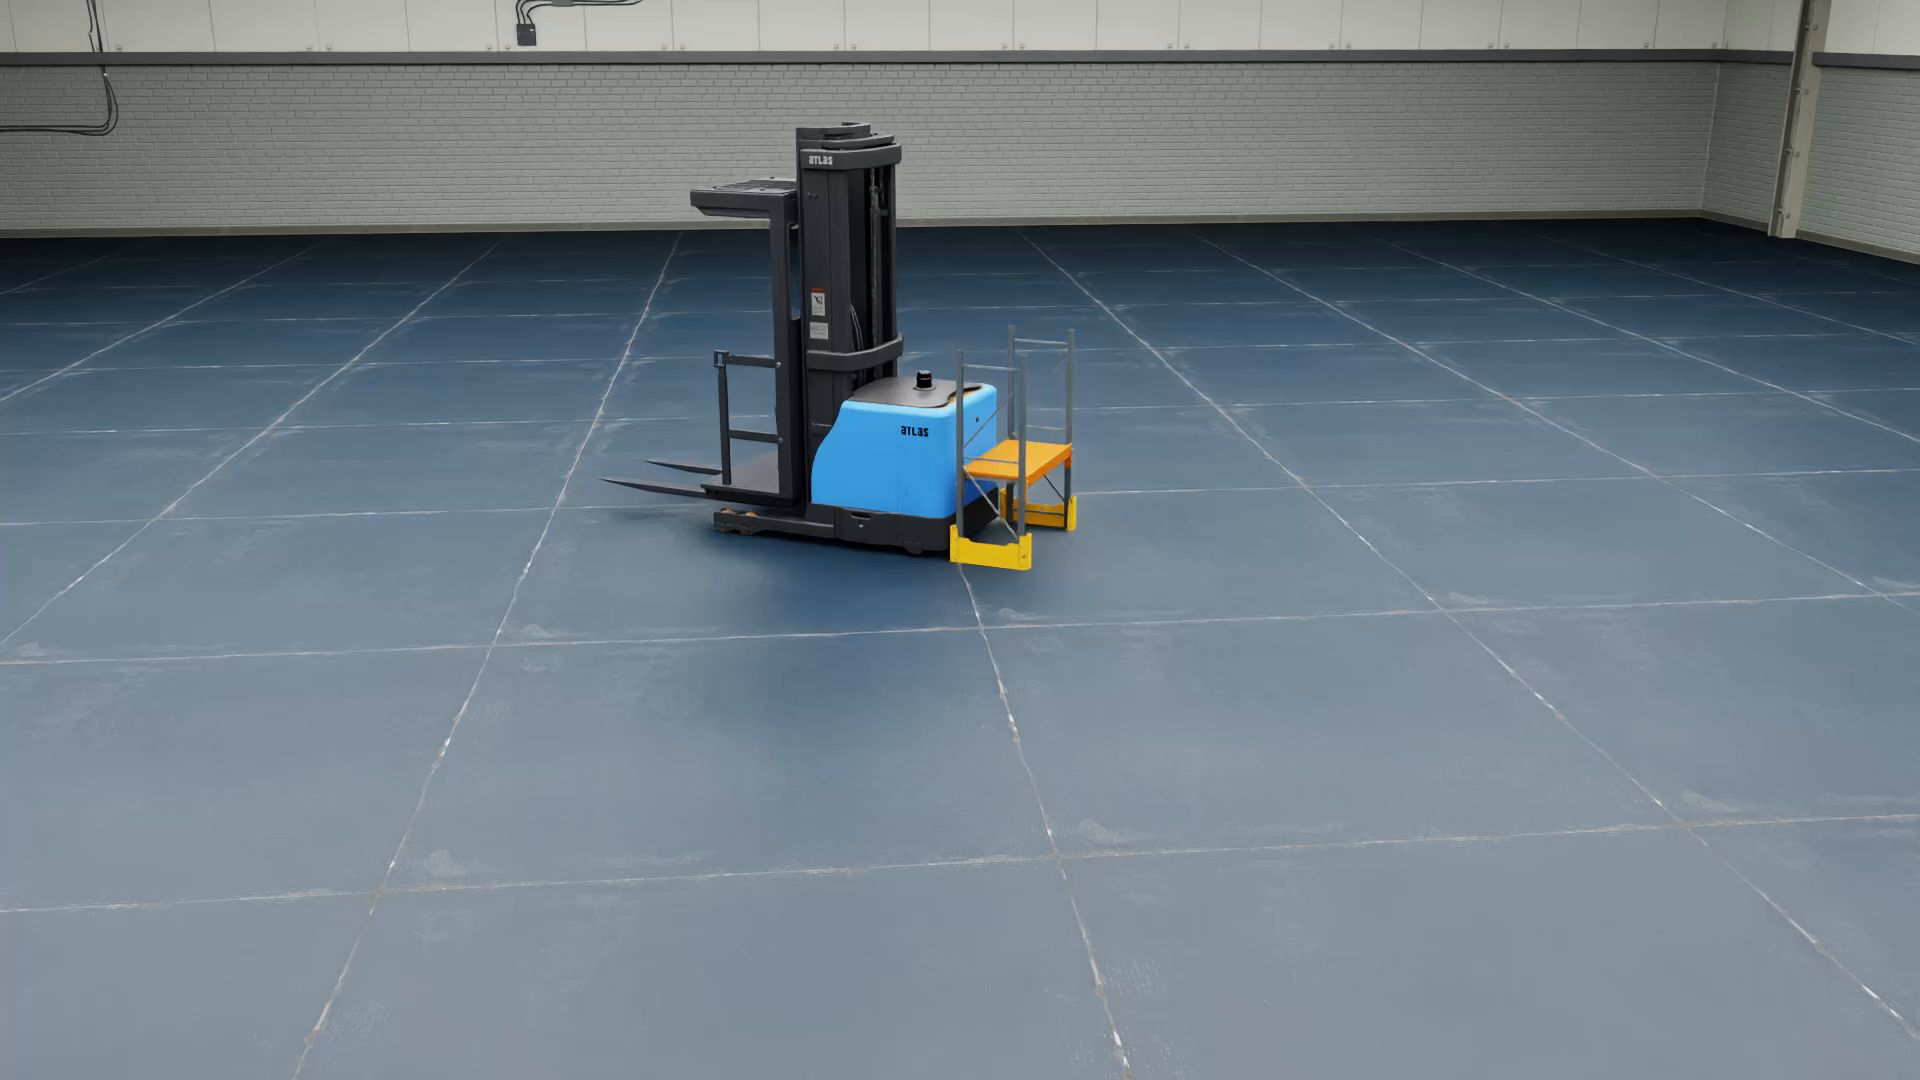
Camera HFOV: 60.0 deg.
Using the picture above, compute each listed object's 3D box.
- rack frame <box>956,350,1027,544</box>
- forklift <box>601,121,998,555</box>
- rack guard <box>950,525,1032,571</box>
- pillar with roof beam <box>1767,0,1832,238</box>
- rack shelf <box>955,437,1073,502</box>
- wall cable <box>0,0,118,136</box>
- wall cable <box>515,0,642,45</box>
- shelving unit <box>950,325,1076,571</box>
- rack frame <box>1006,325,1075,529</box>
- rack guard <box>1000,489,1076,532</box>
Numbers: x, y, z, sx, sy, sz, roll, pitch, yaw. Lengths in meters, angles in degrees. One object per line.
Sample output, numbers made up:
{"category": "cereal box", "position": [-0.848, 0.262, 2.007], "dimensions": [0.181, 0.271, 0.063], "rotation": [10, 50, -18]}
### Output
{"category": "rack frame", "position": [0.211, -0.543, 11.404], "dimensions": [0.500, 1.500, 0.032], "rotation": [7, 19, 21]}
{"category": "forklift", "position": [-1.277, -1.568, 12.279], "dimensions": [3.031, 2.935, 1.130], "rotation": [8, 19, 23]}
{"category": "rack guard", "position": [0.212, 0.053, 11.592], "dimensions": [0.587, 0.250, 0.087], "rotation": [7, 19, 21]}
{"category": "pillar with roof beam", "position": [10.096, -9.470, 27.318], "dimensions": [9.100, 9.000, 0.400], "rotation": [-2, 18, -6]}
{"category": "rack shelf", "position": [0.401, -0.513, 11.908], "dimensions": [0.538, 0.185, 1.000], "rotation": [7, 19, 21]}
{"category": "wall cable", "position": [-15.942, -8.067, 28.033], "dimensions": [3.097, 2.526, 0.112], "rotation": [-2, 18, -6]}
{"category": "wall cable", "position": [-6.498, -11.459, 27.977], "dimensions": [2.305, 6.003, 0.169], "rotation": [-2, 18, -6]}
{"category": "shelving unit", "position": [0.397, -0.682, 11.846], "dimensions": [0.587, 1.500, 1.083], "rotation": [7, 19, 21]}
{"category": "rack frame", "position": [0.590, -0.826, 12.304], "dimensions": [0.500, 1.500, 0.032], "rotation": [7, 19, 21]}
{"category": "rack guard", "position": [0.583, -0.224, 12.474], "dimensions": [0.587, 0.250, 0.087], "rotation": [7, 19, 21]}
